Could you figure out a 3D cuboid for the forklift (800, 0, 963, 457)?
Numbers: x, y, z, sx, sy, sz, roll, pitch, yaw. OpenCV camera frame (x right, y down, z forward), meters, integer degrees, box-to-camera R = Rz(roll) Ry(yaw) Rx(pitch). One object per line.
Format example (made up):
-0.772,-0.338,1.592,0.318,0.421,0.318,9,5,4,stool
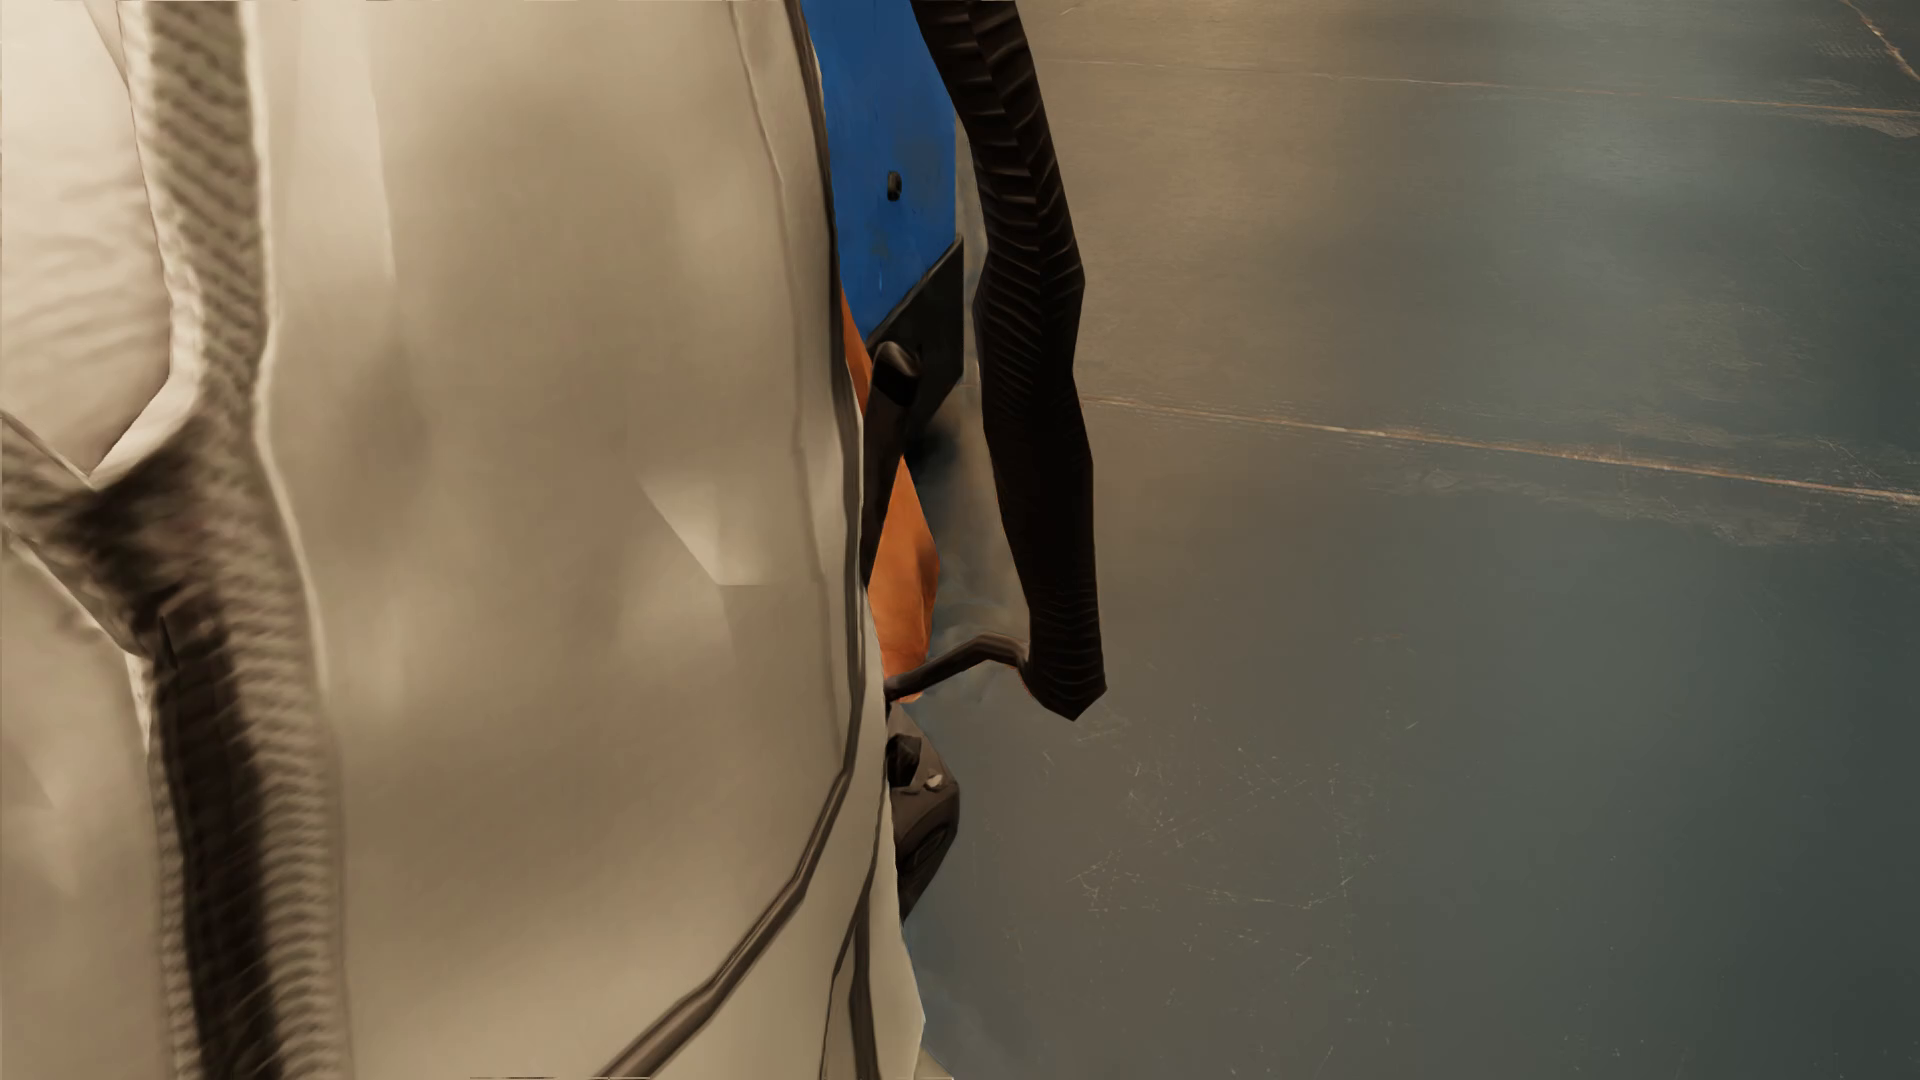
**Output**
-1.569,-1.518,2.250,3.031,2.935,1.130,7,28,13,forklift
